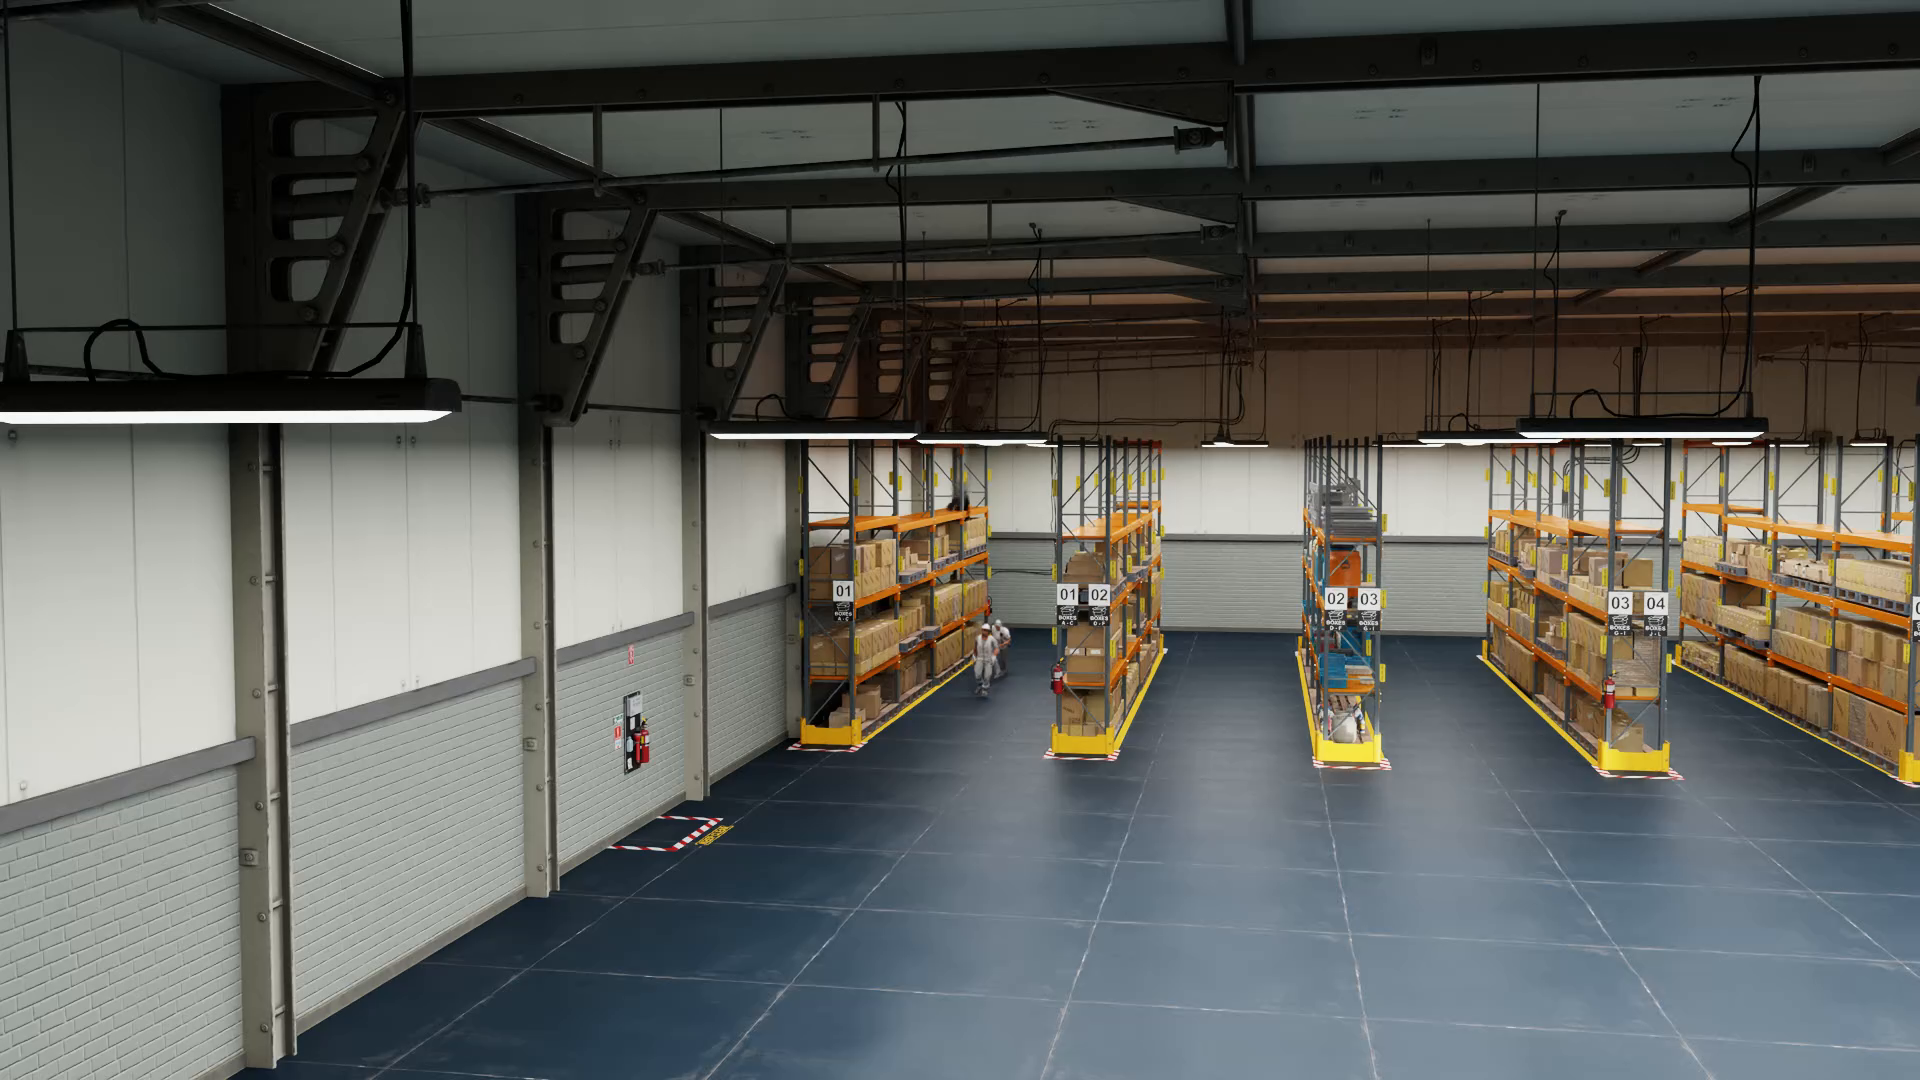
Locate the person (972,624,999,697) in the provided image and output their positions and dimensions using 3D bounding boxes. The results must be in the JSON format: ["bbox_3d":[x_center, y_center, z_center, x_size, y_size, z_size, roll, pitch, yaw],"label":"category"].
[{"bbox_3d":[0.559,2.775,38.214,0.681,1.723,0.779,0,3,9],"label":"person"}]

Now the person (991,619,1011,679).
[{"bbox_3d":[1.038,2.702,41.798,0.623,1.496,1.075,1,3,18],"label":"person"}]
